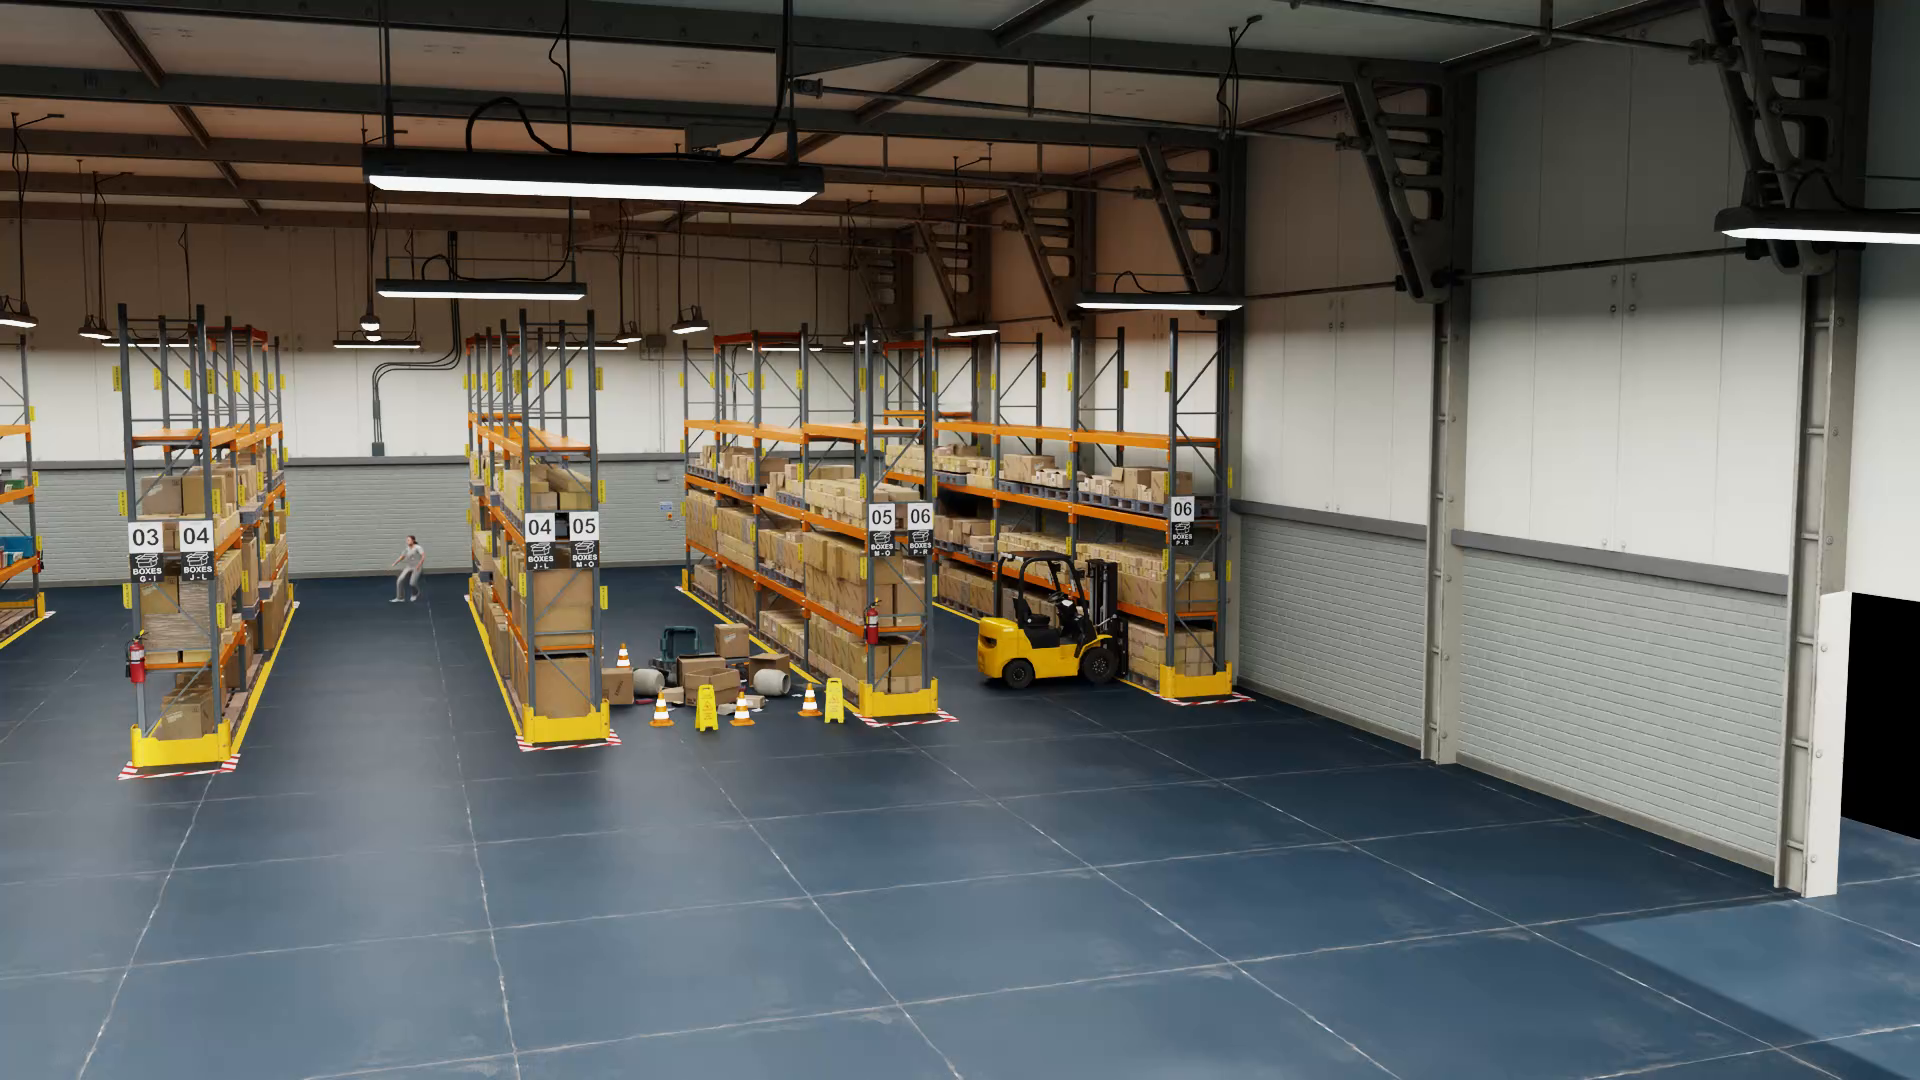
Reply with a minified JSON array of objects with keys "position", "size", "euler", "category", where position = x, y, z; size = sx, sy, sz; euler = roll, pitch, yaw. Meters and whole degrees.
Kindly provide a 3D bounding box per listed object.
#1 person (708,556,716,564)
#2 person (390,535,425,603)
[{"position":[-6.089,0.291,41.381],"size":[0.741,1.602,0.588],"euler":[5,8,44],"category":"person"},{"position":[-12.529,0.655,37.875],"size":[0.762,1.525,0.503],"euler":[2,6,16],"category":"person"}]
